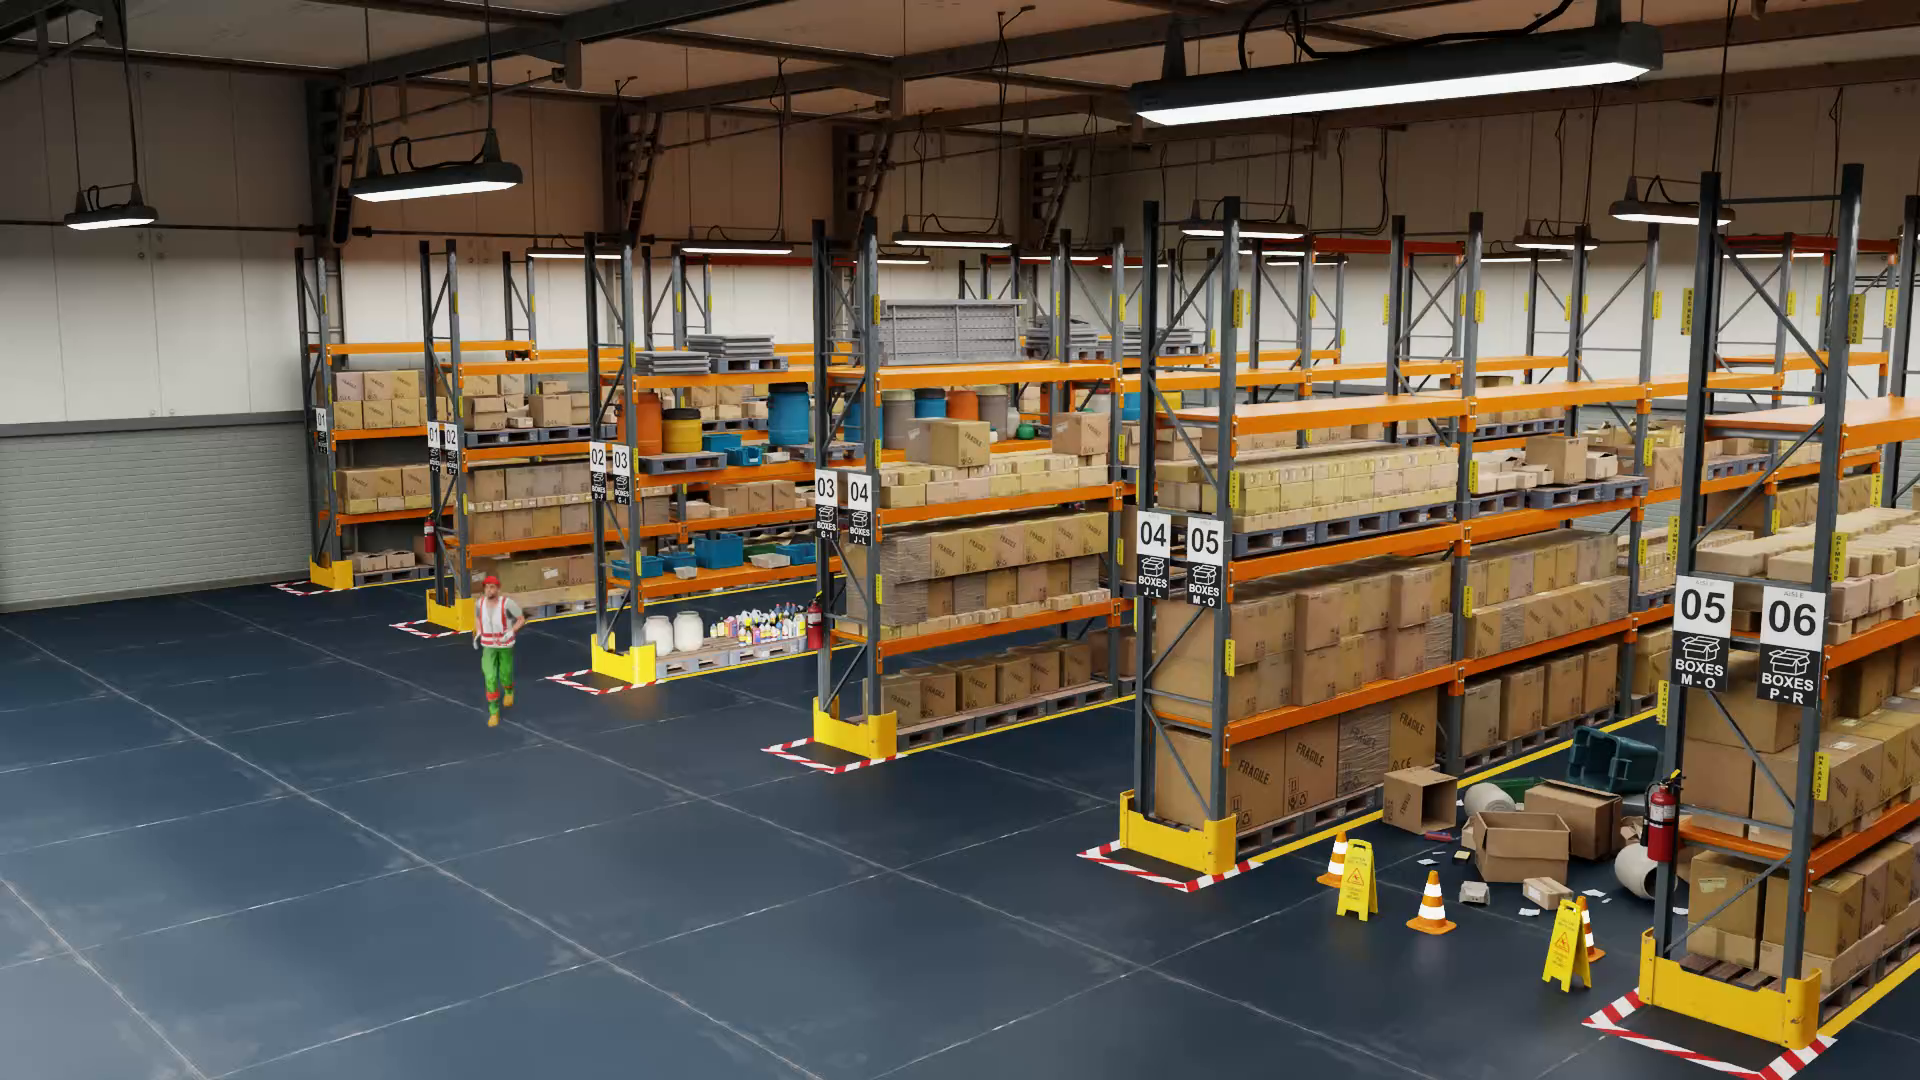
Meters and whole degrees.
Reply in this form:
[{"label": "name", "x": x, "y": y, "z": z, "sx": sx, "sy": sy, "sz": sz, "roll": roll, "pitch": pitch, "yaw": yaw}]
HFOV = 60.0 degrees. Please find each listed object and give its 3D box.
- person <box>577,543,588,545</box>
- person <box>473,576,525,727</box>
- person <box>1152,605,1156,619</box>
[{"label": "person", "x": -6.691, "y": 0.067, "z": 29.471, "sx": 0.597, "sy": 1.668, "sz": 0.695, "roll": 8, "pitch": 11, "yaw": 43}, {"label": "person", "x": -5.629, "y": 1.310, "z": 20.362, "sx": 0.647, "sy": 1.810, "sz": 0.857, "roll": 0, "pitch": 8, "yaw": -1}, {"label": "person", "x": 2.844, "y": 0.417, "z": 24.979, "sx": 0.649, "sy": 1.706, "sz": 0.540, "roll": -8, "pitch": 12, "yaw": -44}]
